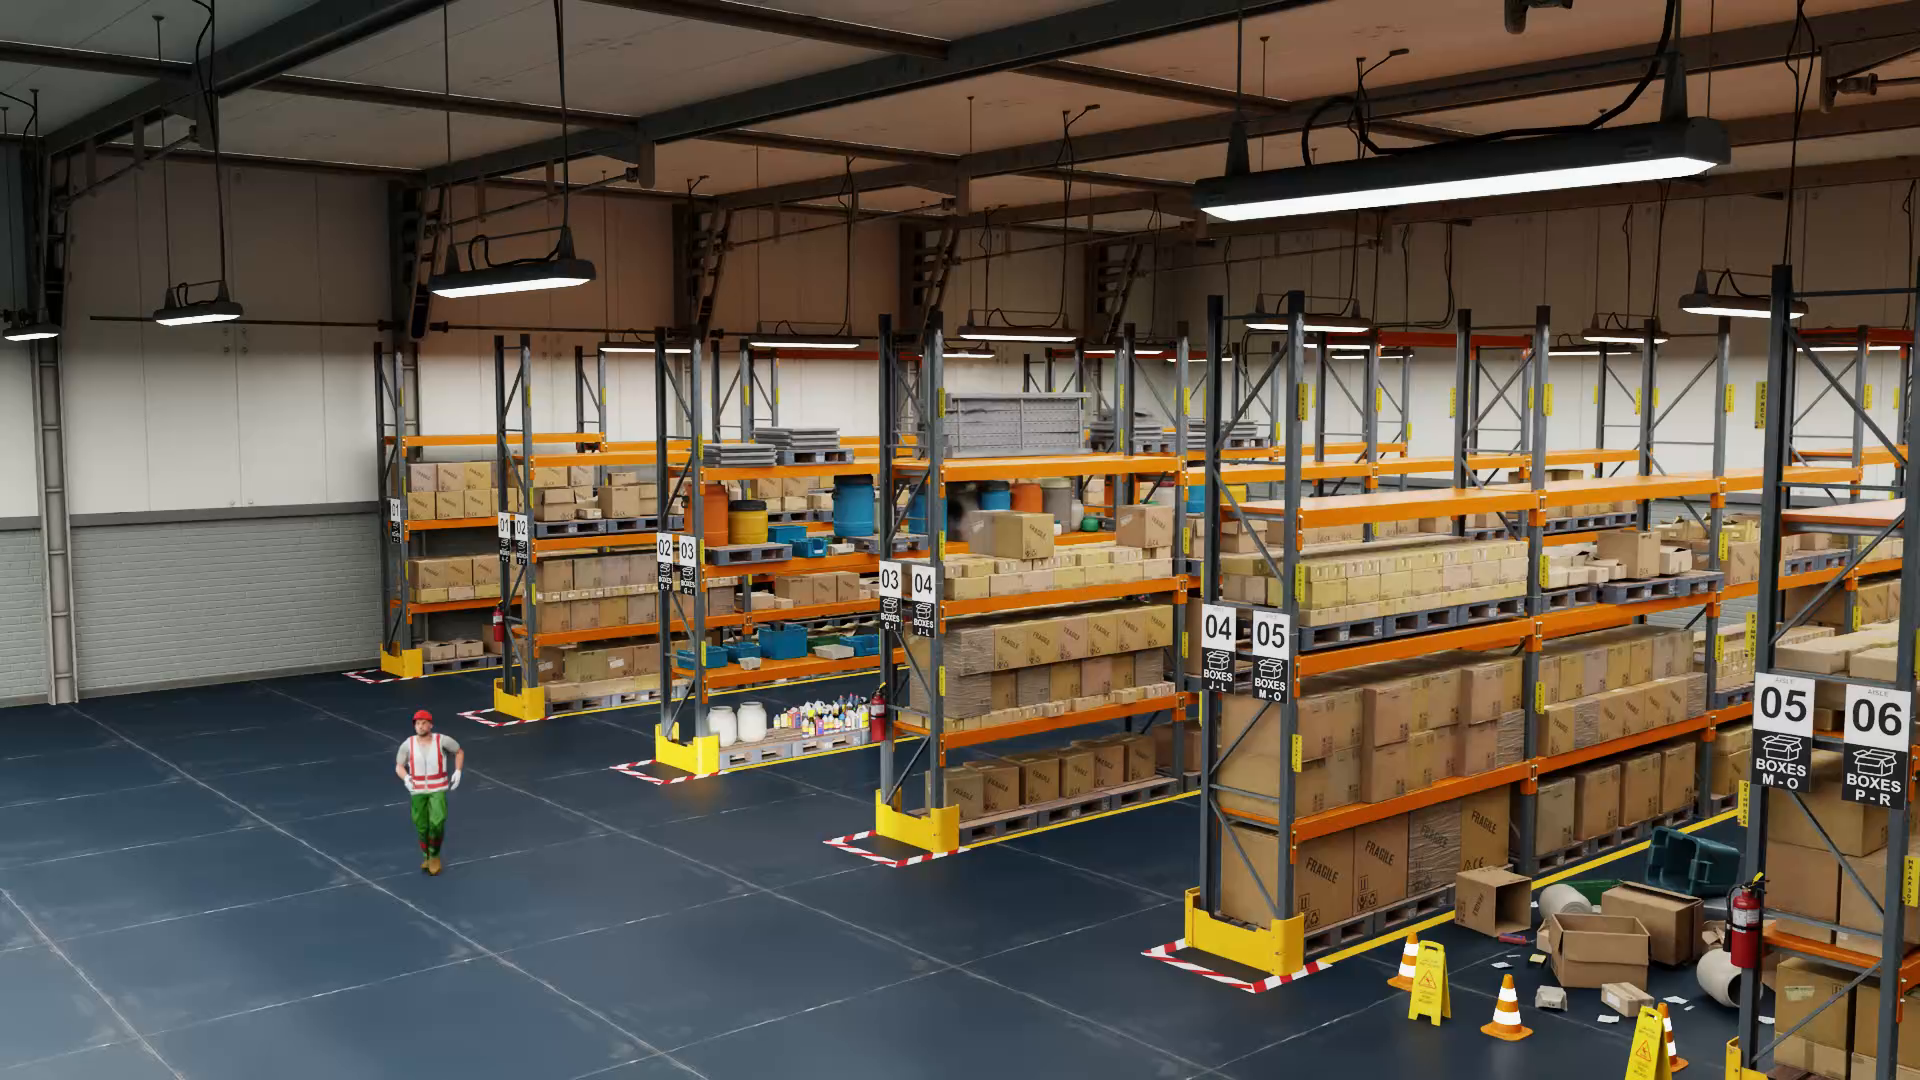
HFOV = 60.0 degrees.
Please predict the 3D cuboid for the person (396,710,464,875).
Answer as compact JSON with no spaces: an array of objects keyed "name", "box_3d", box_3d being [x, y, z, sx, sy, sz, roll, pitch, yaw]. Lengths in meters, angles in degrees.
[{"name":"person","box_3d":[-5.642,2.682,17.664,0.672,1.756,0.666,-1,5,-9]}]
